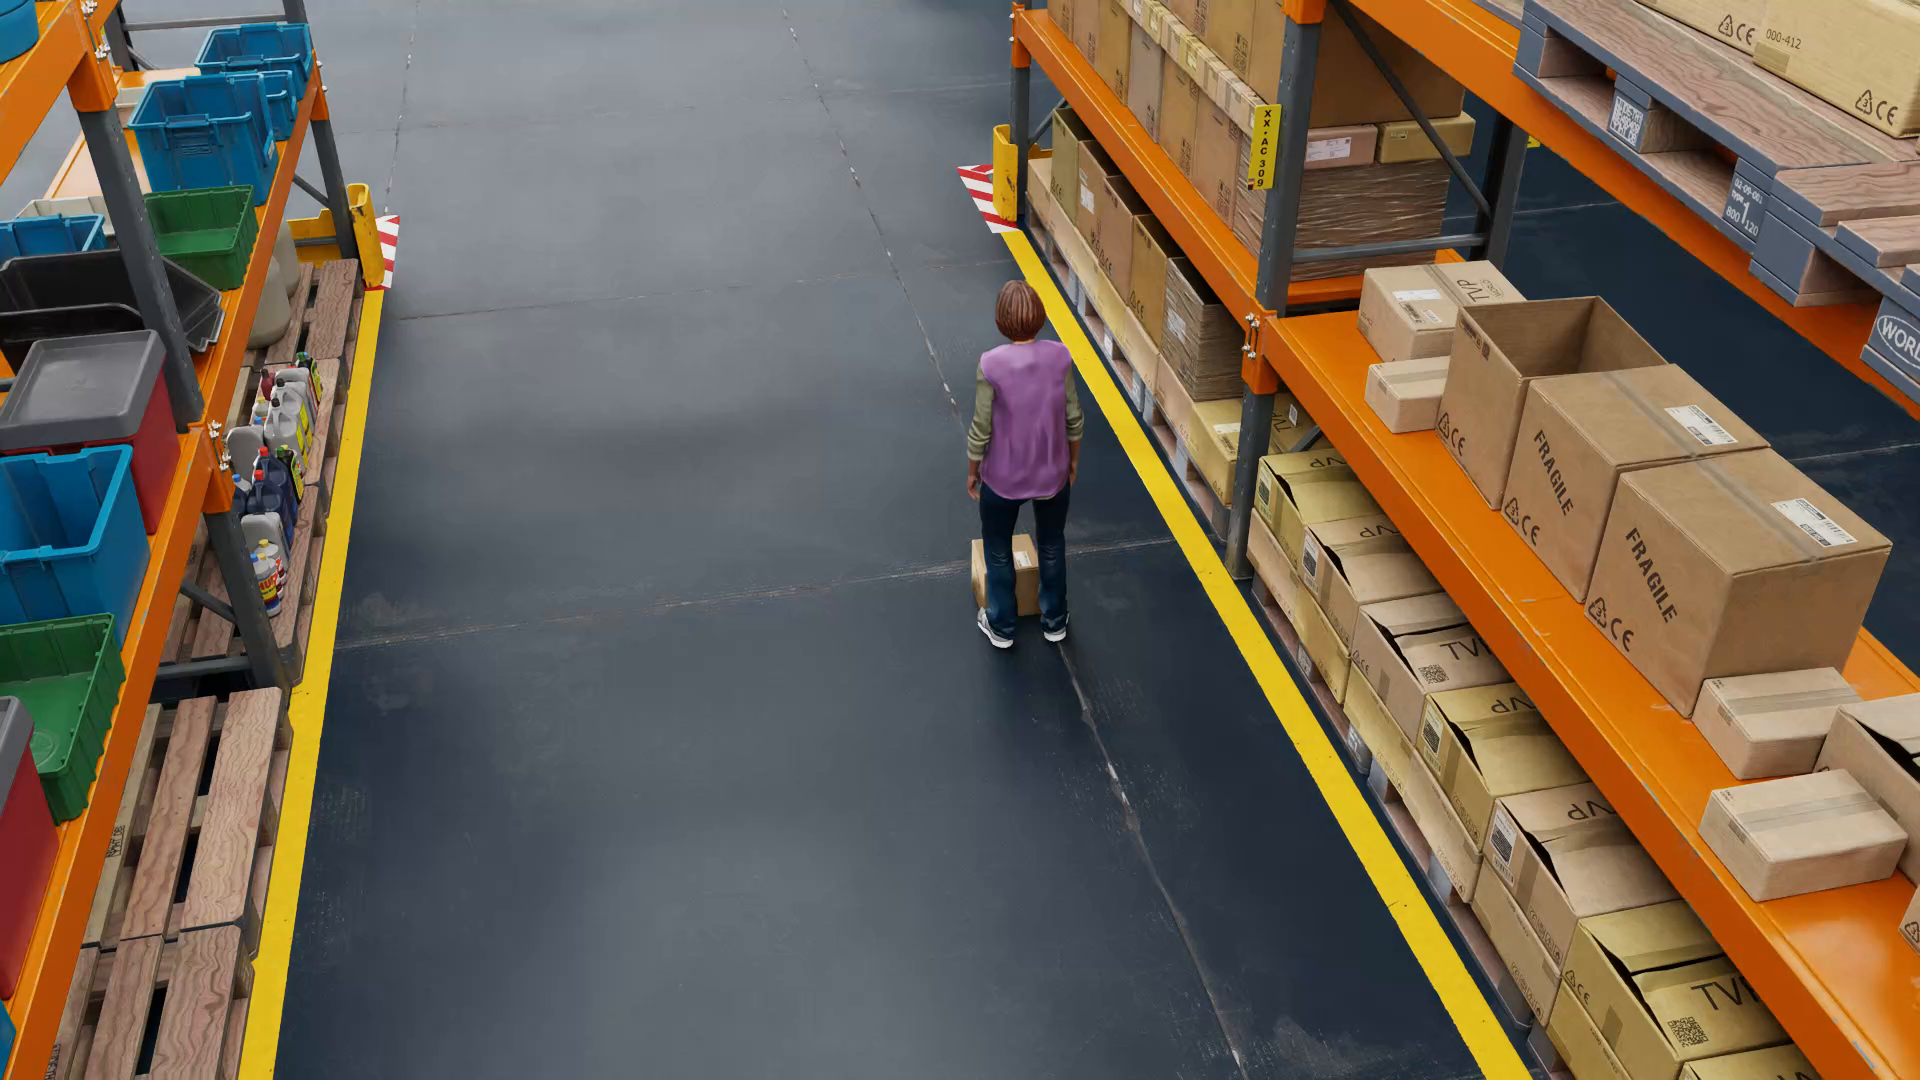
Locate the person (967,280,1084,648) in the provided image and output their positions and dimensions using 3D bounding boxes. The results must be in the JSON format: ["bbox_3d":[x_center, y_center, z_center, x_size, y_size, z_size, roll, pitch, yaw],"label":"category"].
[{"bbox_3d":[0.249,-0.258,6.527,0.467,1.590,0.348,-7,35,-10],"label":"person"}]
